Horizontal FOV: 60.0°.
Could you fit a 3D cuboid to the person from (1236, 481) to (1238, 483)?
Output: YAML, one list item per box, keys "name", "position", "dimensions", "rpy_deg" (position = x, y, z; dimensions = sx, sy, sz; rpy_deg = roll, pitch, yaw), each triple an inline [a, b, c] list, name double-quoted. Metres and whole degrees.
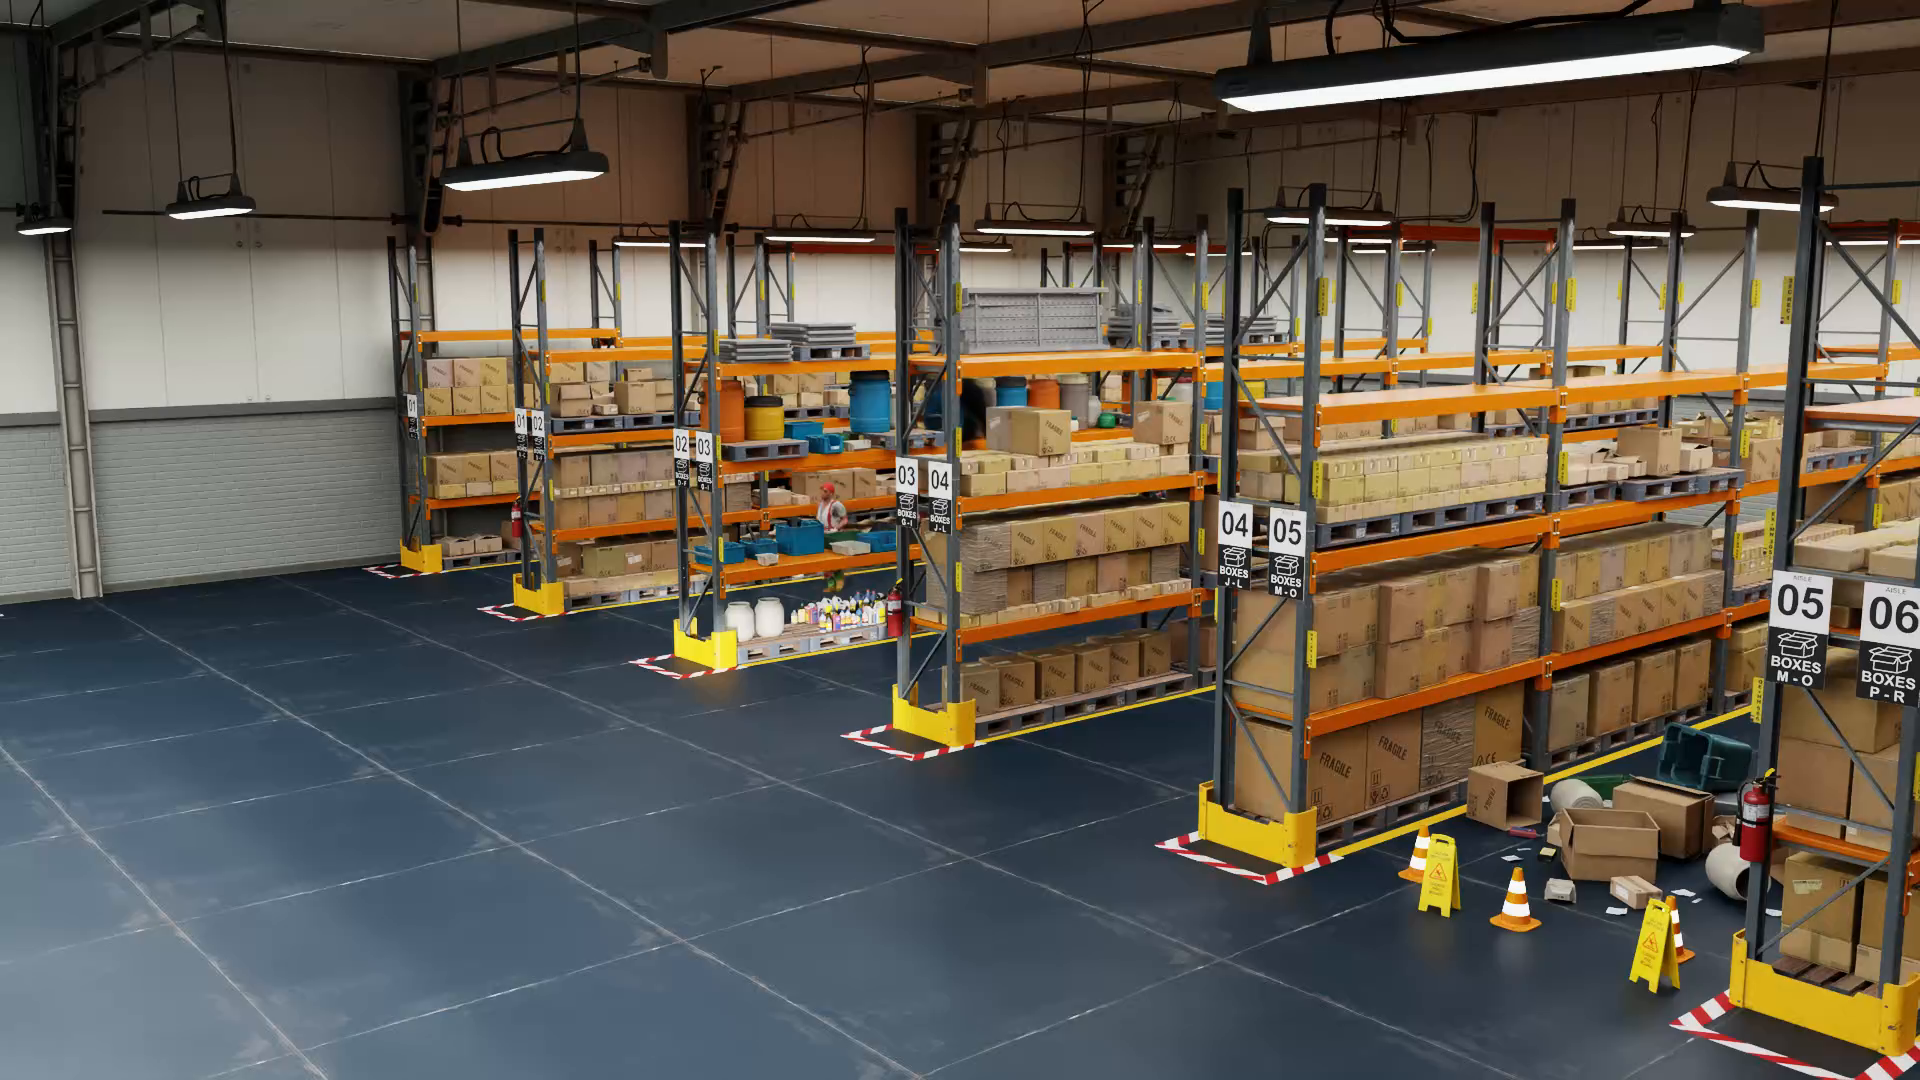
- name: "person"
  position: [5.947, -0.931, 34.651]
  dimensions: [0.618, 1.639, 0.702]
  rpy_deg: [6, 11, 34]

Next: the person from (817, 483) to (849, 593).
- name: "person"
  position: [-2.091, -0.033, 26.344]
  dimensions: [0.636, 1.755, 0.538]
  rpy_deg: [8, 12, 43]
